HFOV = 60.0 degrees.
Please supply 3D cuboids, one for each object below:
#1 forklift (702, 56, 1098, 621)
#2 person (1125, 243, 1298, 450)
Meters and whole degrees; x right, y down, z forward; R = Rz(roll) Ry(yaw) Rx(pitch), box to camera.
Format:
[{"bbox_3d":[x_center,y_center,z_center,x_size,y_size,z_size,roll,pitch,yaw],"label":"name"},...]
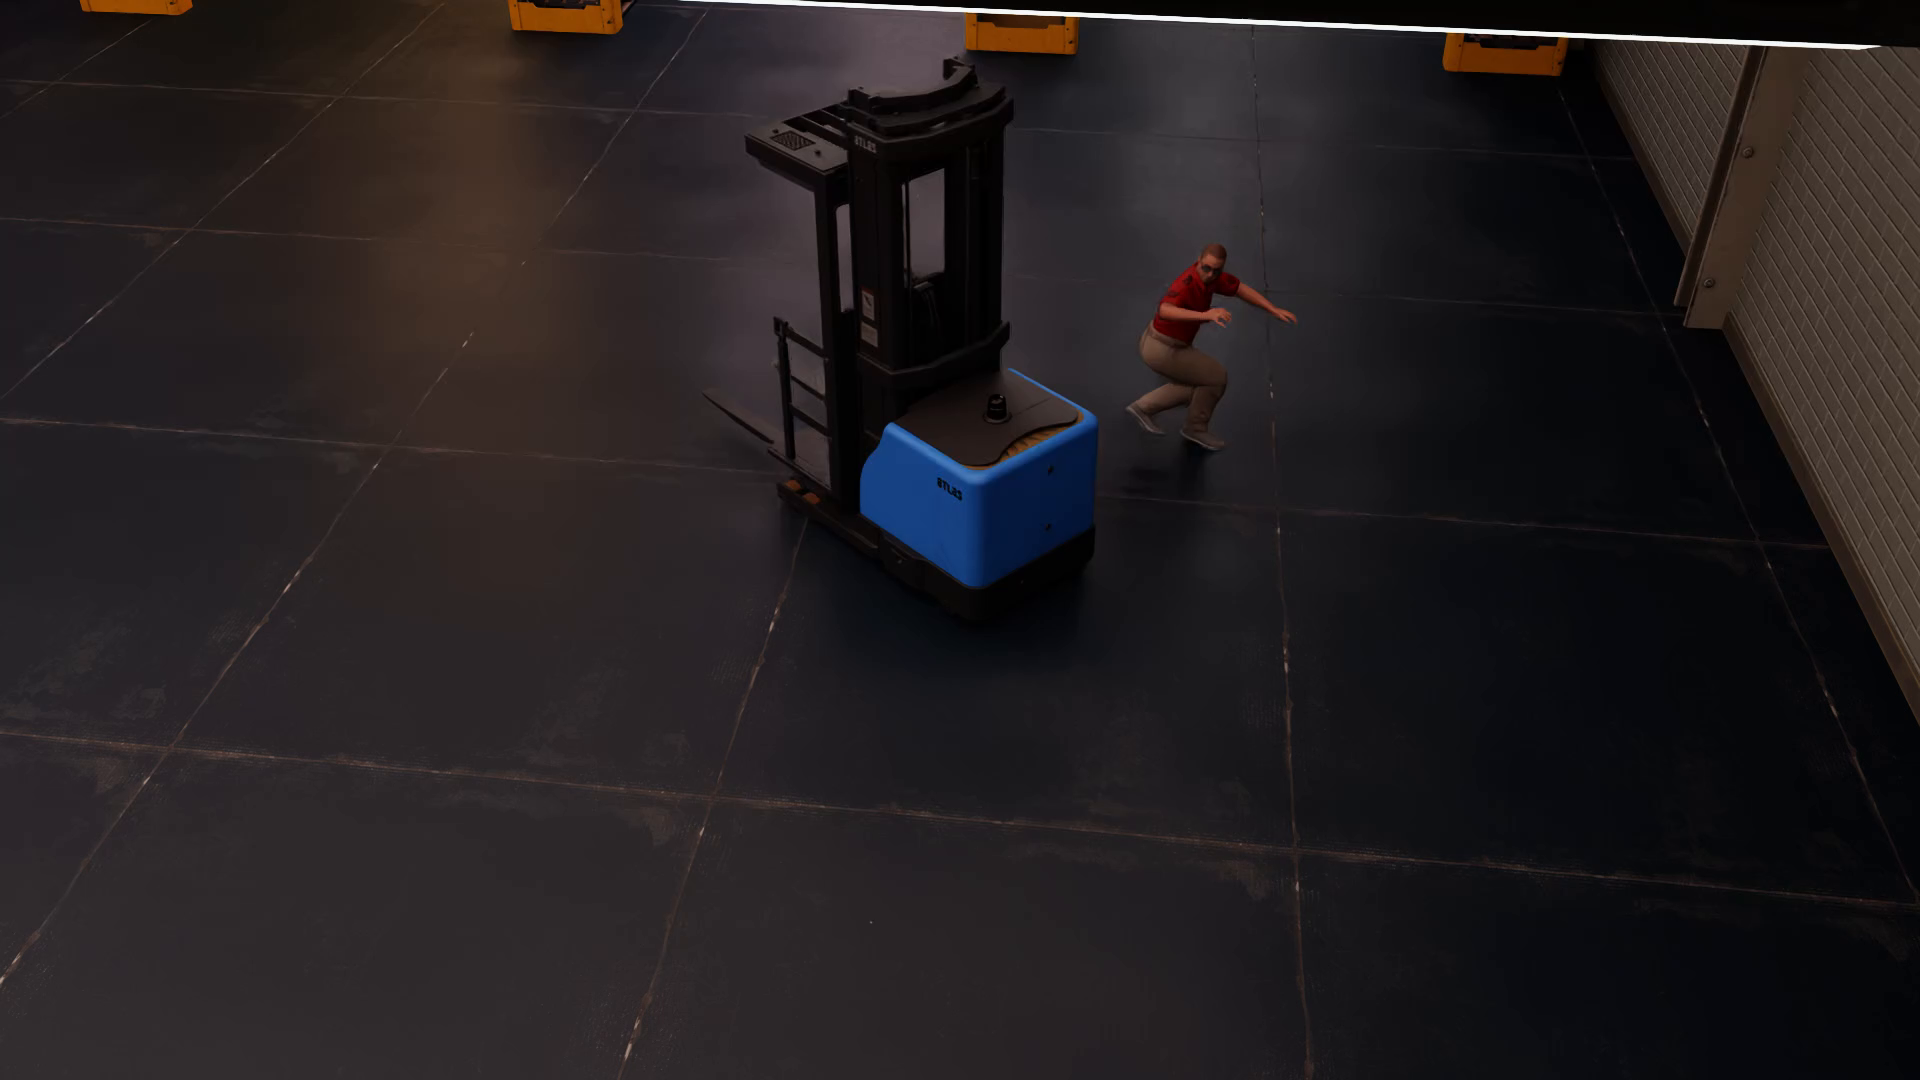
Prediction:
[{"bbox_3d":[-0.534,-1.496,10.059,1.130,2.935,3.031,-28,45,-33],"label":"forklift"},{"bbox_3d":[1.676,-1.254,10.998,1.107,1.470,0.807,3,37,4],"label":"person"}]
